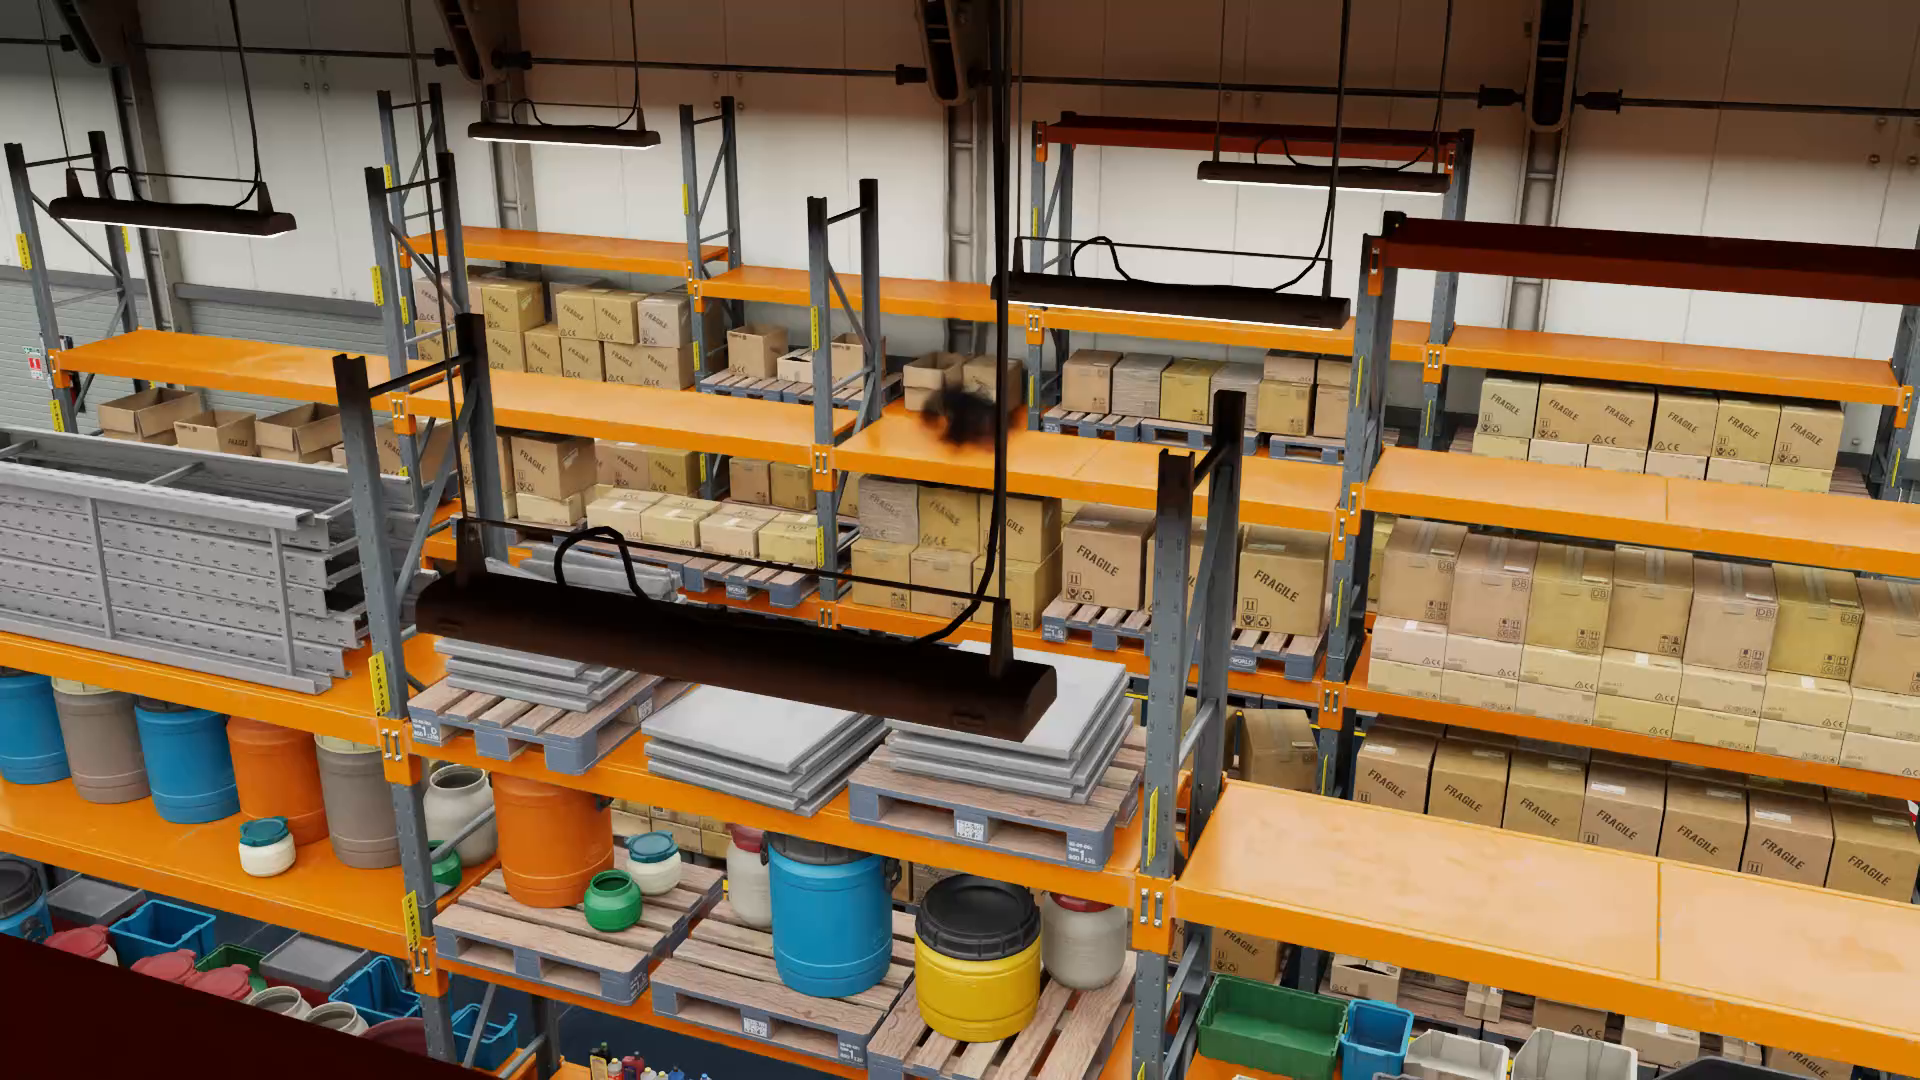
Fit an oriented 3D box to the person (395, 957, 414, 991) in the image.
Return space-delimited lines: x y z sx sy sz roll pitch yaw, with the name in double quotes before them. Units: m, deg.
"person" -4.234 2.574 12.529 0.638 1.812 0.648 6 22 16
